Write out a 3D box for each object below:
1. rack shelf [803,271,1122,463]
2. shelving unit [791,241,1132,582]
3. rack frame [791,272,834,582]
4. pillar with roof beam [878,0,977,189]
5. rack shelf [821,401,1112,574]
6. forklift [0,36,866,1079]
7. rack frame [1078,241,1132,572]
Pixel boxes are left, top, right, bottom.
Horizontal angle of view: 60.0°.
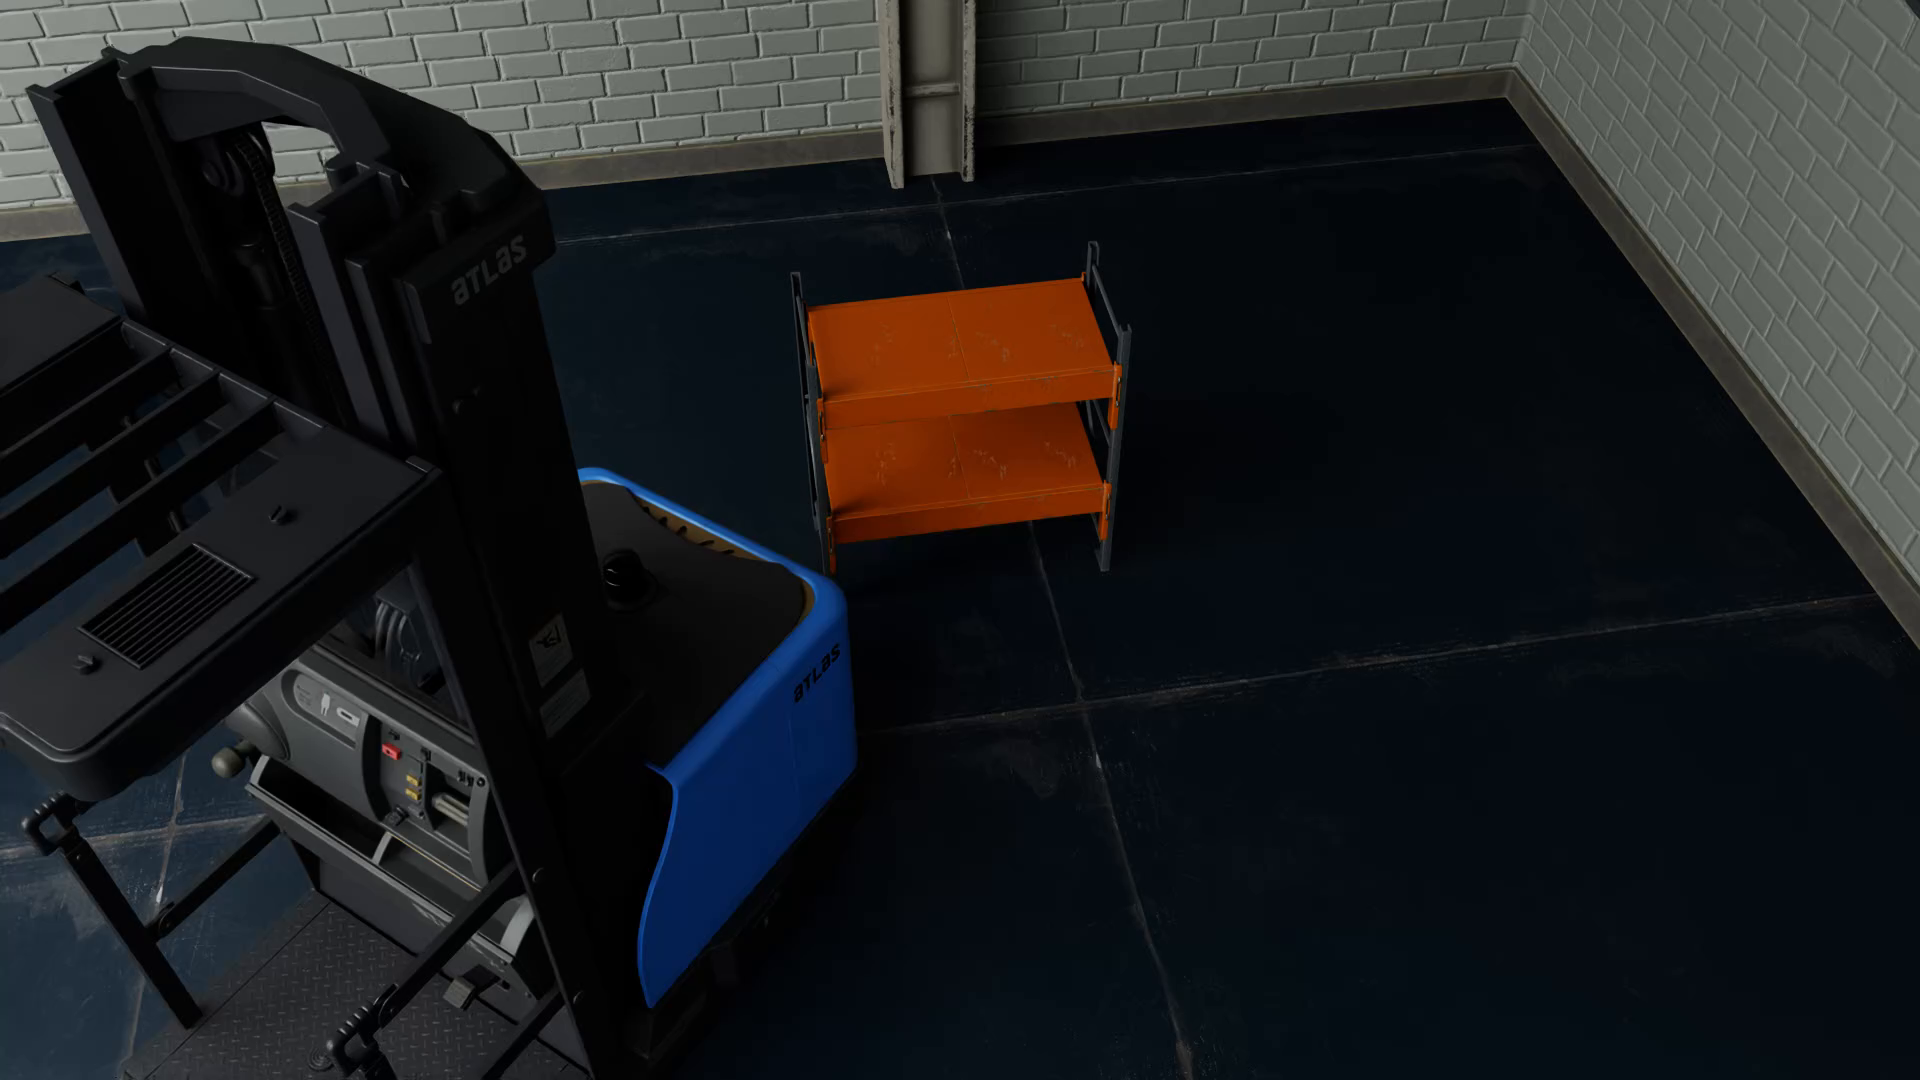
[{"bbox_3d":[-0.007,-0.593,5.633,1.000,0.278,0.538,-7,46,-7],"label":"rack shelf"},{"bbox_3d":[-0.007,-0.389,5.844,1.048,1.125,0.538,-7,46,-7],"label":"shelving unit"},{"bbox_3d":[-0.508,-0.327,5.784,0.032,1.125,0.500,-7,46,-7],"label":"rack frame"},{"bbox_3d":[0.585,-1.859,1.792,0.400,9.000,9.100,-7,46,-7],"label":"pillar with roof beam"},{"bbox_3d":[-0.007,-0.220,6.020,1.000,0.278,0.538,-7,46,-7],"label":"rack shelf"},{"bbox_3d":[-1.524,0.564,3.671,1.130,2.935,3.031,25,51,22],"label":"forklift"},{"bbox_3d":[0.494,-0.452,5.904,0.032,1.125,0.500,-7,46,-7],"label":"rack frame"}]
